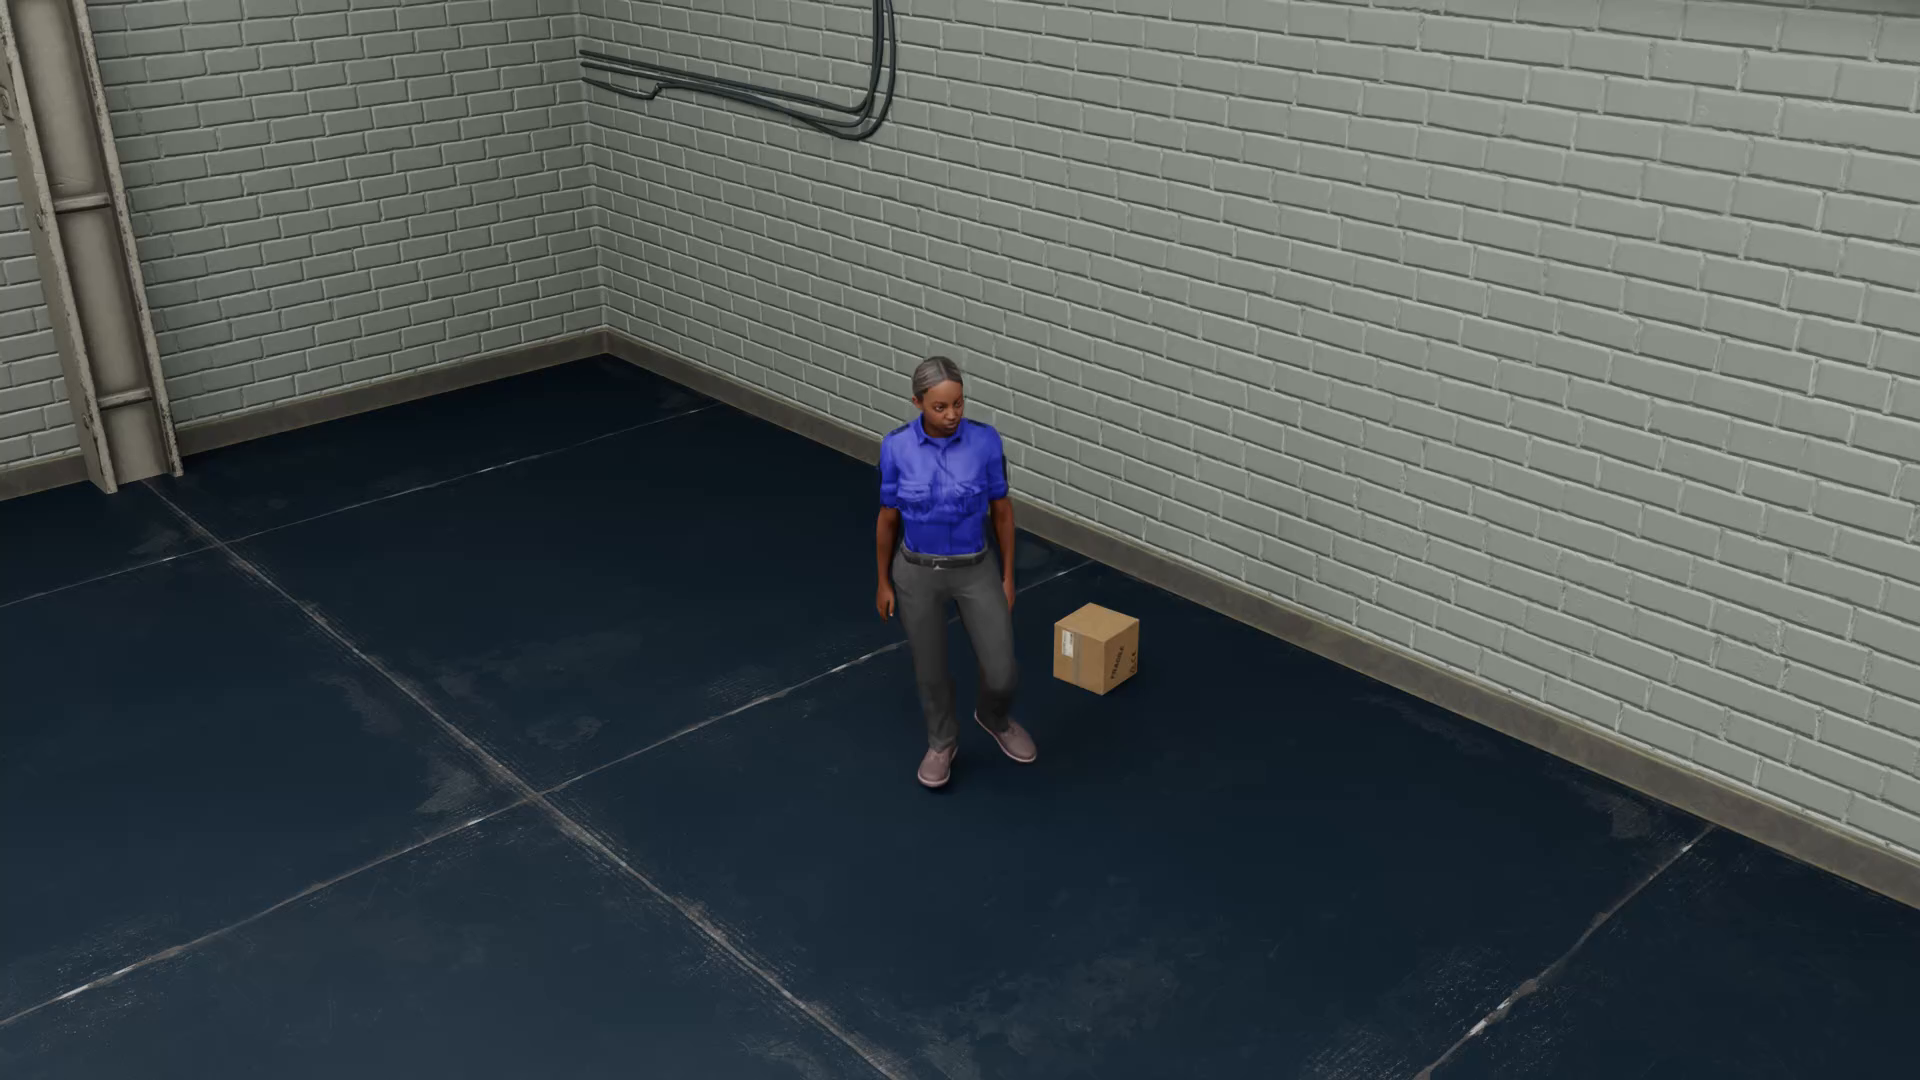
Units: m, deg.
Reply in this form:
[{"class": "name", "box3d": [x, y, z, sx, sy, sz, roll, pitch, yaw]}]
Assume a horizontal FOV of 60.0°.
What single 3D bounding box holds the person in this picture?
[{"class": "person", "box3d": [-0.003, 0.115, 5.818, 0.584, 1.647, 0.439, 0, 24, 0]}]
